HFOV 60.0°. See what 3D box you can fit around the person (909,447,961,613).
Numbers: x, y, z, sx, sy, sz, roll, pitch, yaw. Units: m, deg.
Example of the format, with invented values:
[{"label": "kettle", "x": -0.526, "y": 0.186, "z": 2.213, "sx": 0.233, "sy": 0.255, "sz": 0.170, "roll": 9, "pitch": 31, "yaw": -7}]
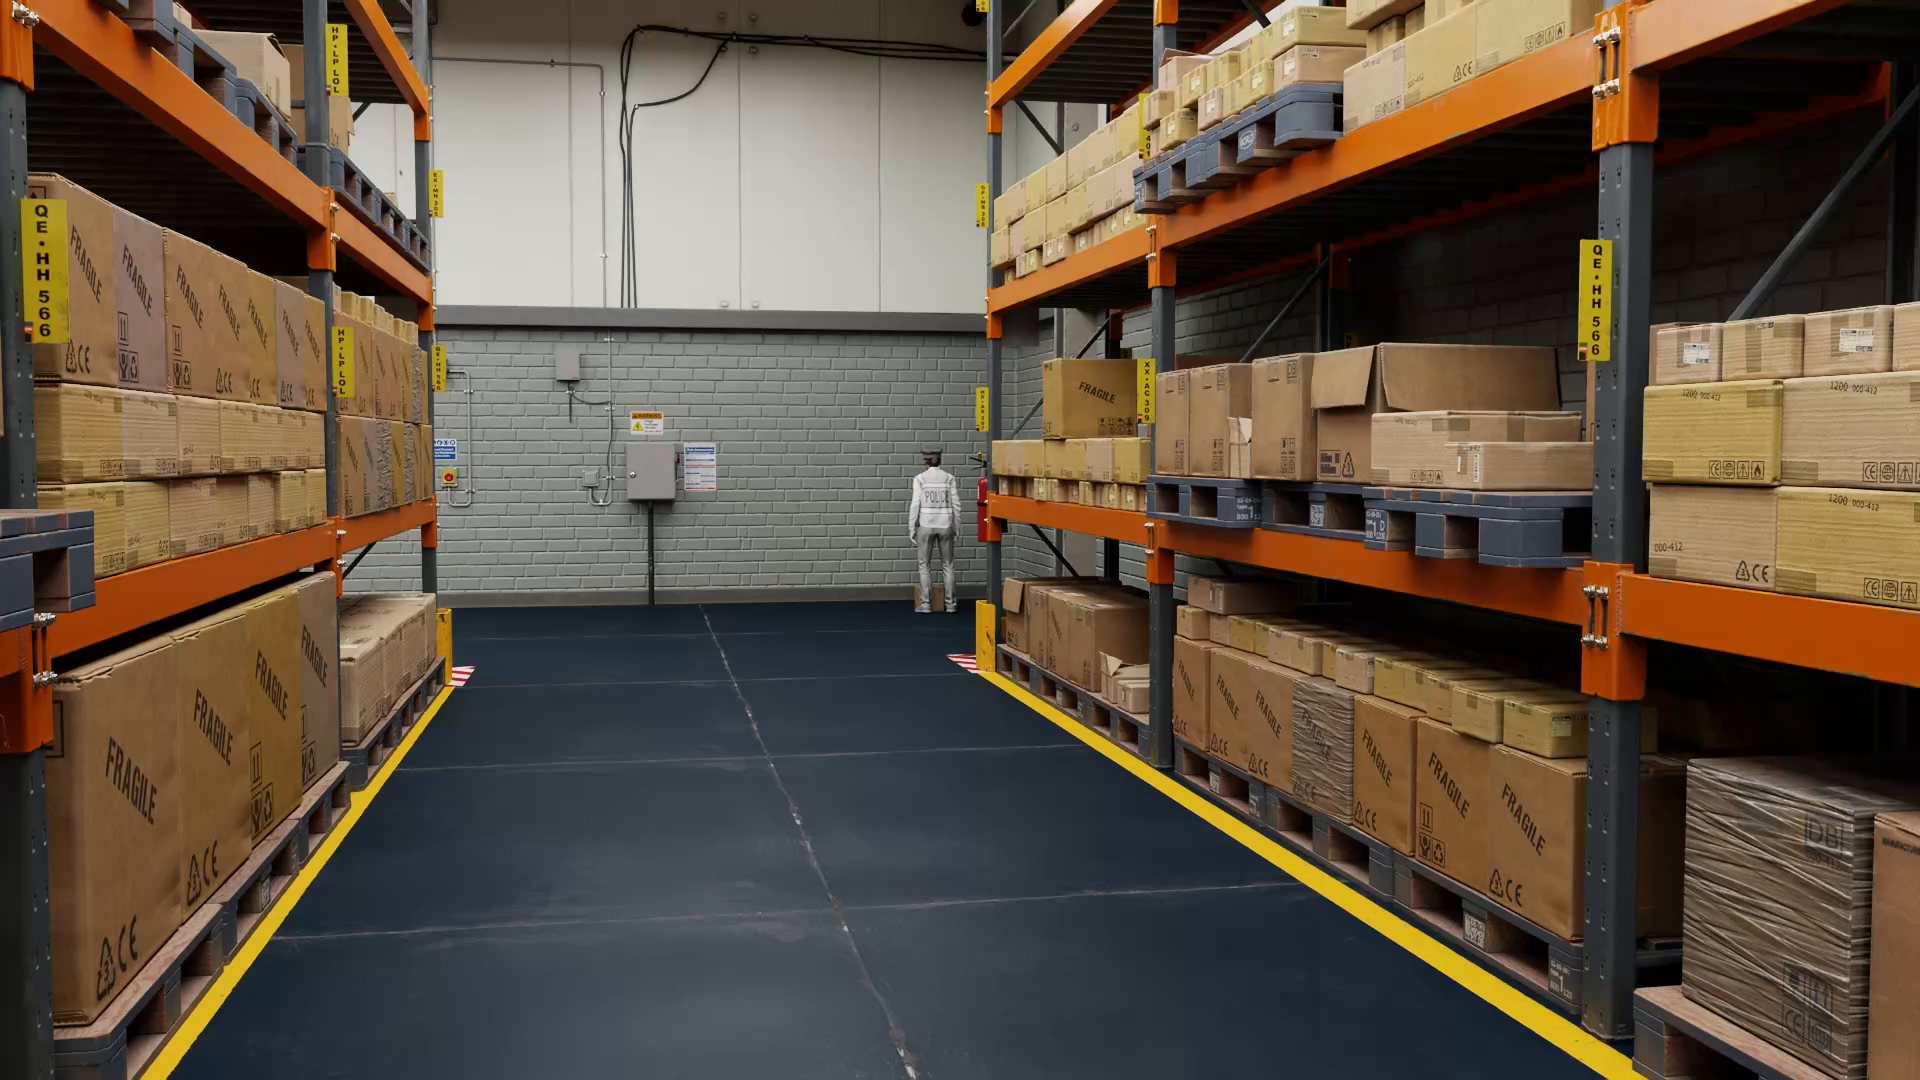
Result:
[{"label": "person", "x": -0.250, "y": -0.099, "z": 16.621, "sx": 0.526, "sy": 1.663, "sz": 0.374, "roll": -1, "pitch": 3, "yaw": -12}]
